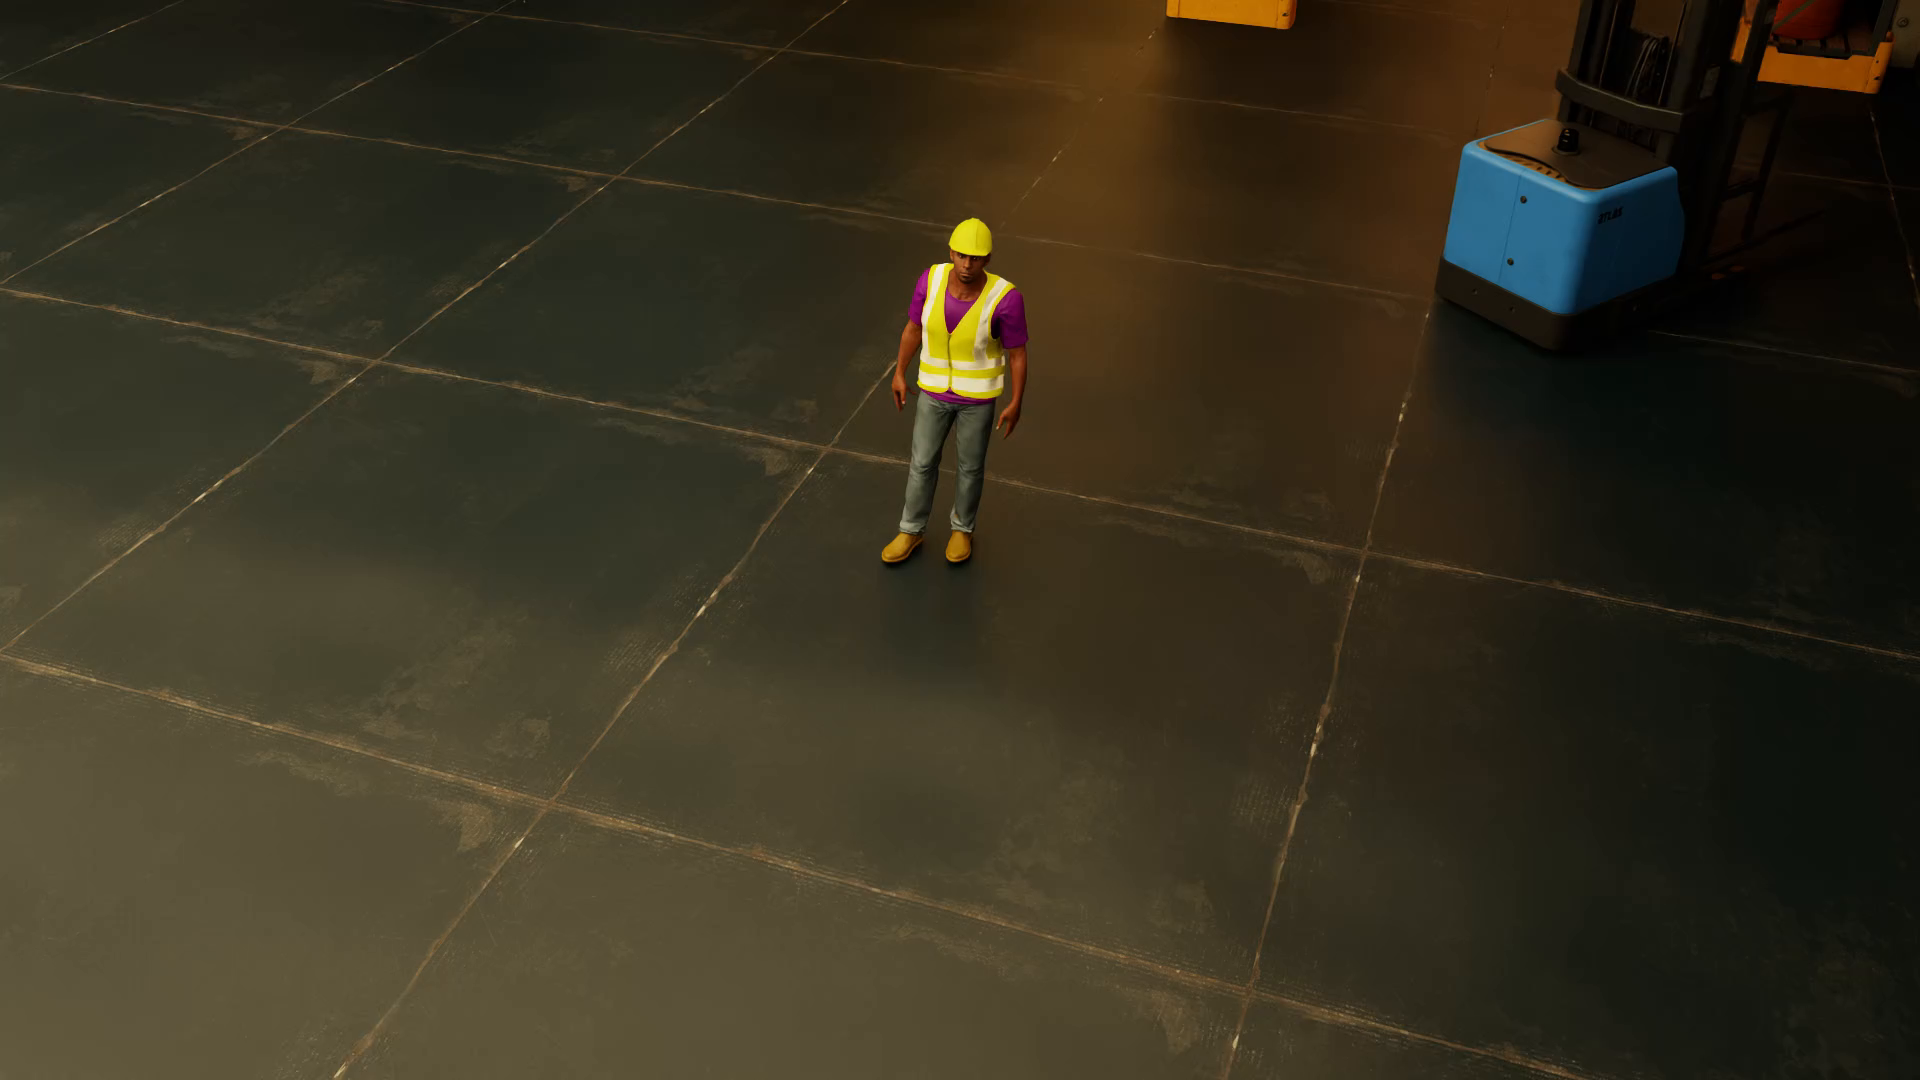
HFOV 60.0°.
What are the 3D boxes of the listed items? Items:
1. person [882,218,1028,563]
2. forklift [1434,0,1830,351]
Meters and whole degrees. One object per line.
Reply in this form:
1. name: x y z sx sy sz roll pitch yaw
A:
1. person: -0.029 -0.689 8.078 0.665 1.768 0.575 12 37 16
2. forklift: 4.593 -3.006 10.351 3.031 2.935 1.130 -21 40 -27
